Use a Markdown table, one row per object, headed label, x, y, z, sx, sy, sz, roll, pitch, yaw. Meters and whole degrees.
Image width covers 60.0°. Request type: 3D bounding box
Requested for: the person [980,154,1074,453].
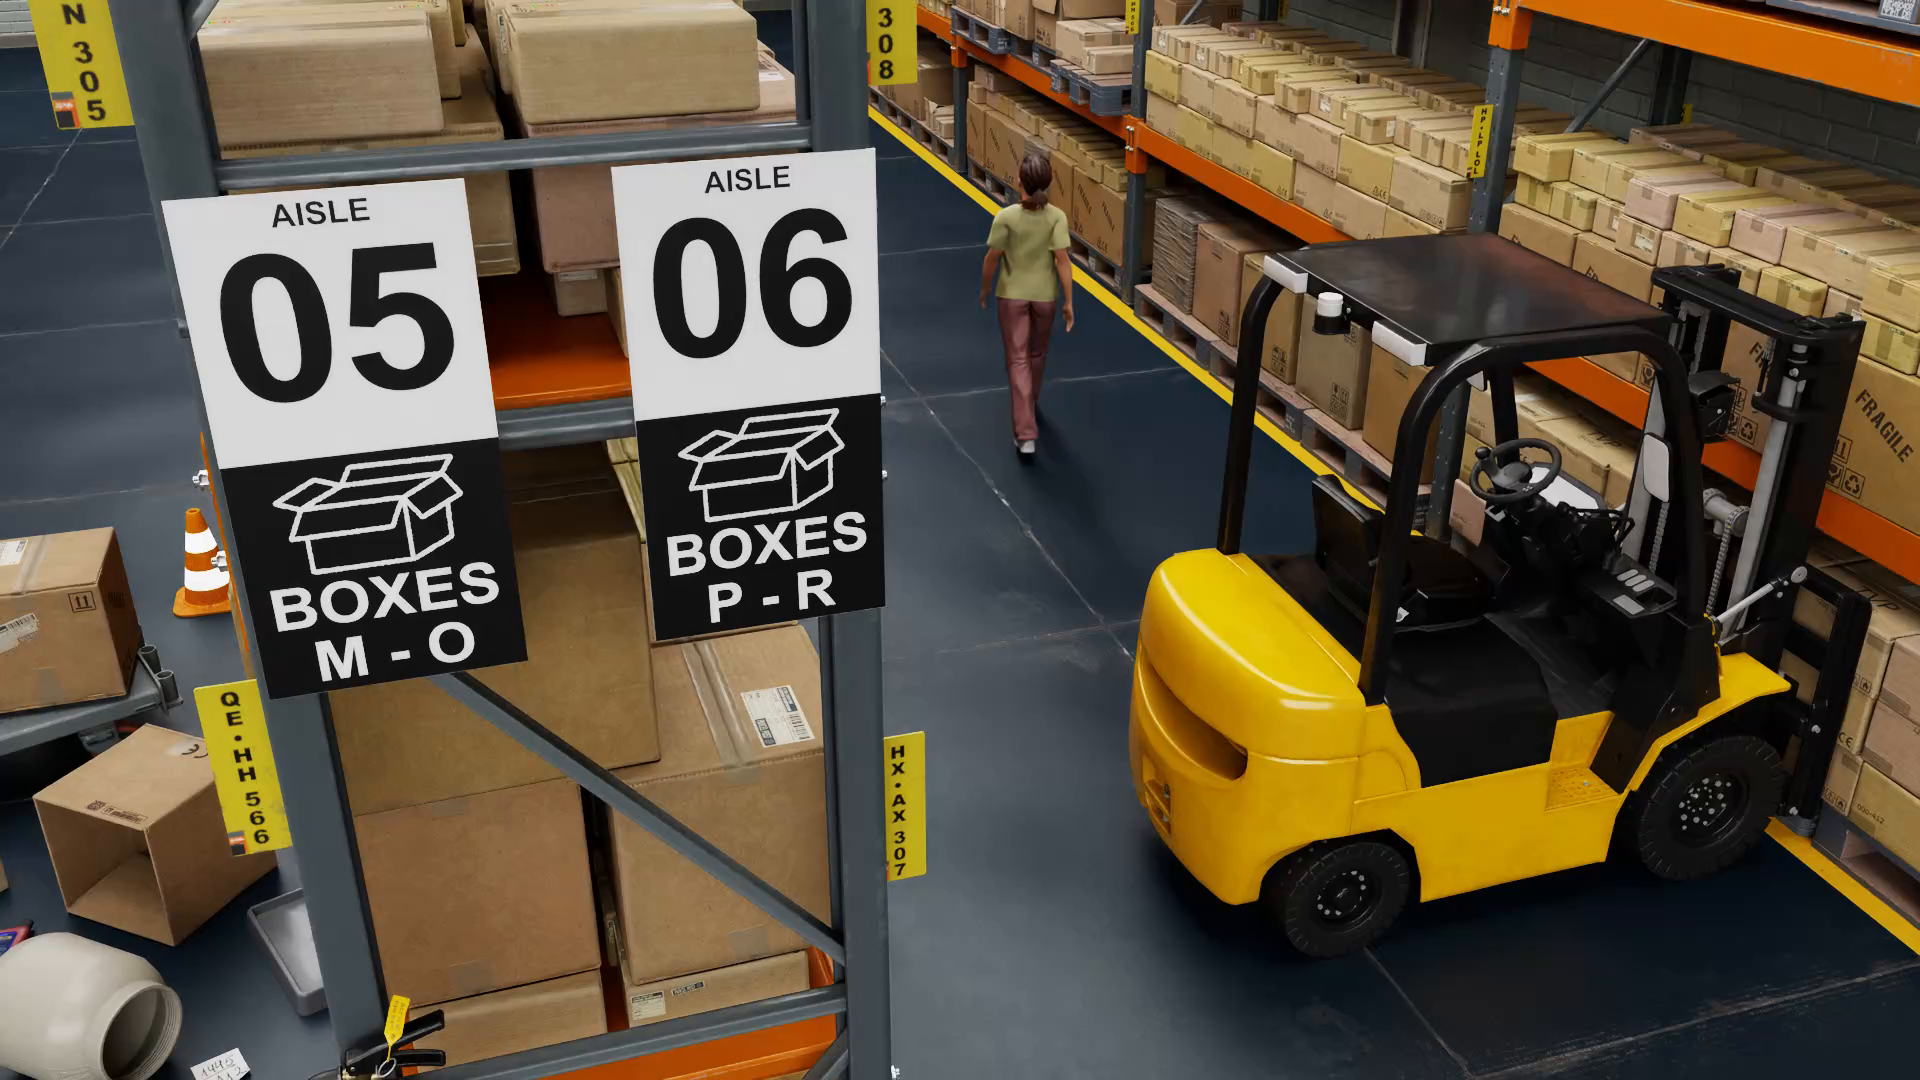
| label | x | y | z | sx | sy | sz | roll | pitch | yaw |
| --- | --- | --- | --- | --- | --- | --- | --- | --- | --- |
| person | 0.358 | -1.395 | 9.395 | 0.481 | 1.610 | 1.002 | -4 | 27 | -8 |
